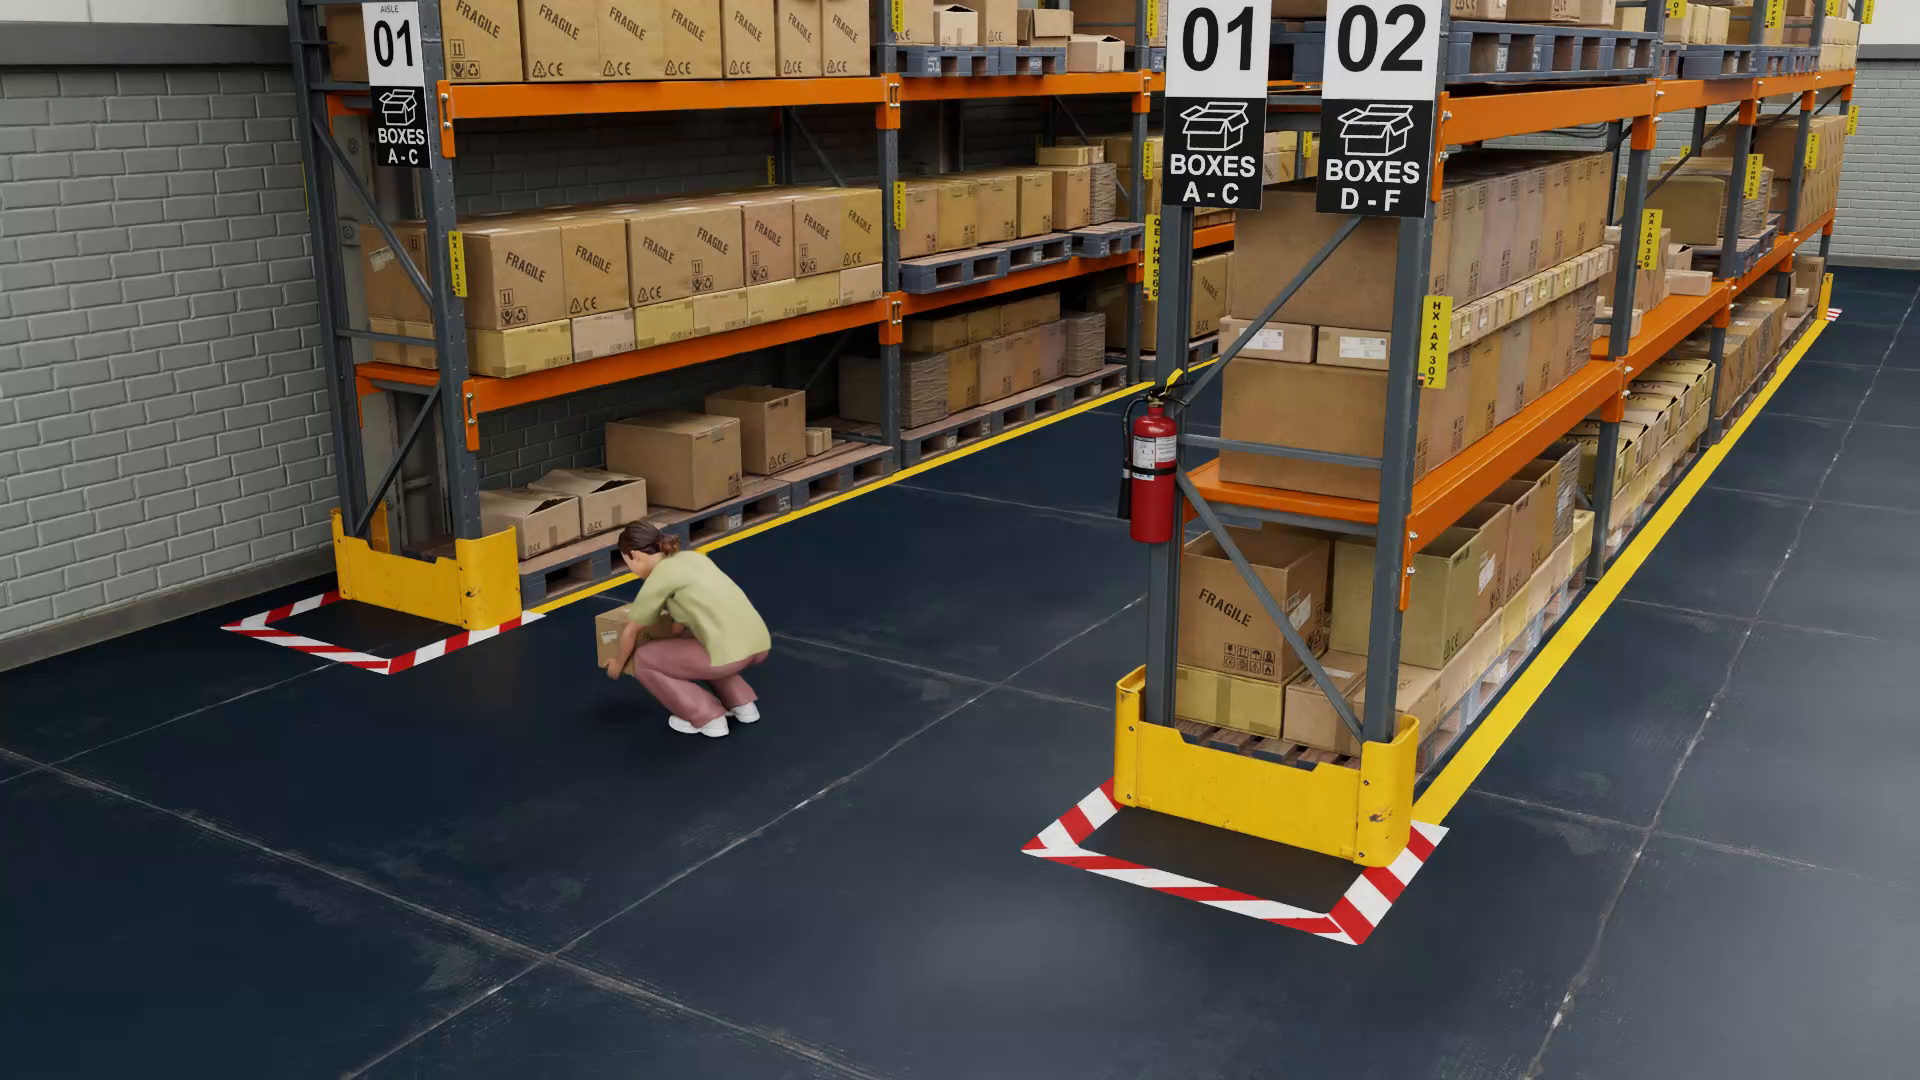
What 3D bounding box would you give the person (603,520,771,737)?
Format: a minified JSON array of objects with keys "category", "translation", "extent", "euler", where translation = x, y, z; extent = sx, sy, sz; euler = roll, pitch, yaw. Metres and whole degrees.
[{"category":"person","translation":[-1.245,0.381,7.572],"extent":[0.800,0.931,0.485],"euler":[10,19,31]}]
